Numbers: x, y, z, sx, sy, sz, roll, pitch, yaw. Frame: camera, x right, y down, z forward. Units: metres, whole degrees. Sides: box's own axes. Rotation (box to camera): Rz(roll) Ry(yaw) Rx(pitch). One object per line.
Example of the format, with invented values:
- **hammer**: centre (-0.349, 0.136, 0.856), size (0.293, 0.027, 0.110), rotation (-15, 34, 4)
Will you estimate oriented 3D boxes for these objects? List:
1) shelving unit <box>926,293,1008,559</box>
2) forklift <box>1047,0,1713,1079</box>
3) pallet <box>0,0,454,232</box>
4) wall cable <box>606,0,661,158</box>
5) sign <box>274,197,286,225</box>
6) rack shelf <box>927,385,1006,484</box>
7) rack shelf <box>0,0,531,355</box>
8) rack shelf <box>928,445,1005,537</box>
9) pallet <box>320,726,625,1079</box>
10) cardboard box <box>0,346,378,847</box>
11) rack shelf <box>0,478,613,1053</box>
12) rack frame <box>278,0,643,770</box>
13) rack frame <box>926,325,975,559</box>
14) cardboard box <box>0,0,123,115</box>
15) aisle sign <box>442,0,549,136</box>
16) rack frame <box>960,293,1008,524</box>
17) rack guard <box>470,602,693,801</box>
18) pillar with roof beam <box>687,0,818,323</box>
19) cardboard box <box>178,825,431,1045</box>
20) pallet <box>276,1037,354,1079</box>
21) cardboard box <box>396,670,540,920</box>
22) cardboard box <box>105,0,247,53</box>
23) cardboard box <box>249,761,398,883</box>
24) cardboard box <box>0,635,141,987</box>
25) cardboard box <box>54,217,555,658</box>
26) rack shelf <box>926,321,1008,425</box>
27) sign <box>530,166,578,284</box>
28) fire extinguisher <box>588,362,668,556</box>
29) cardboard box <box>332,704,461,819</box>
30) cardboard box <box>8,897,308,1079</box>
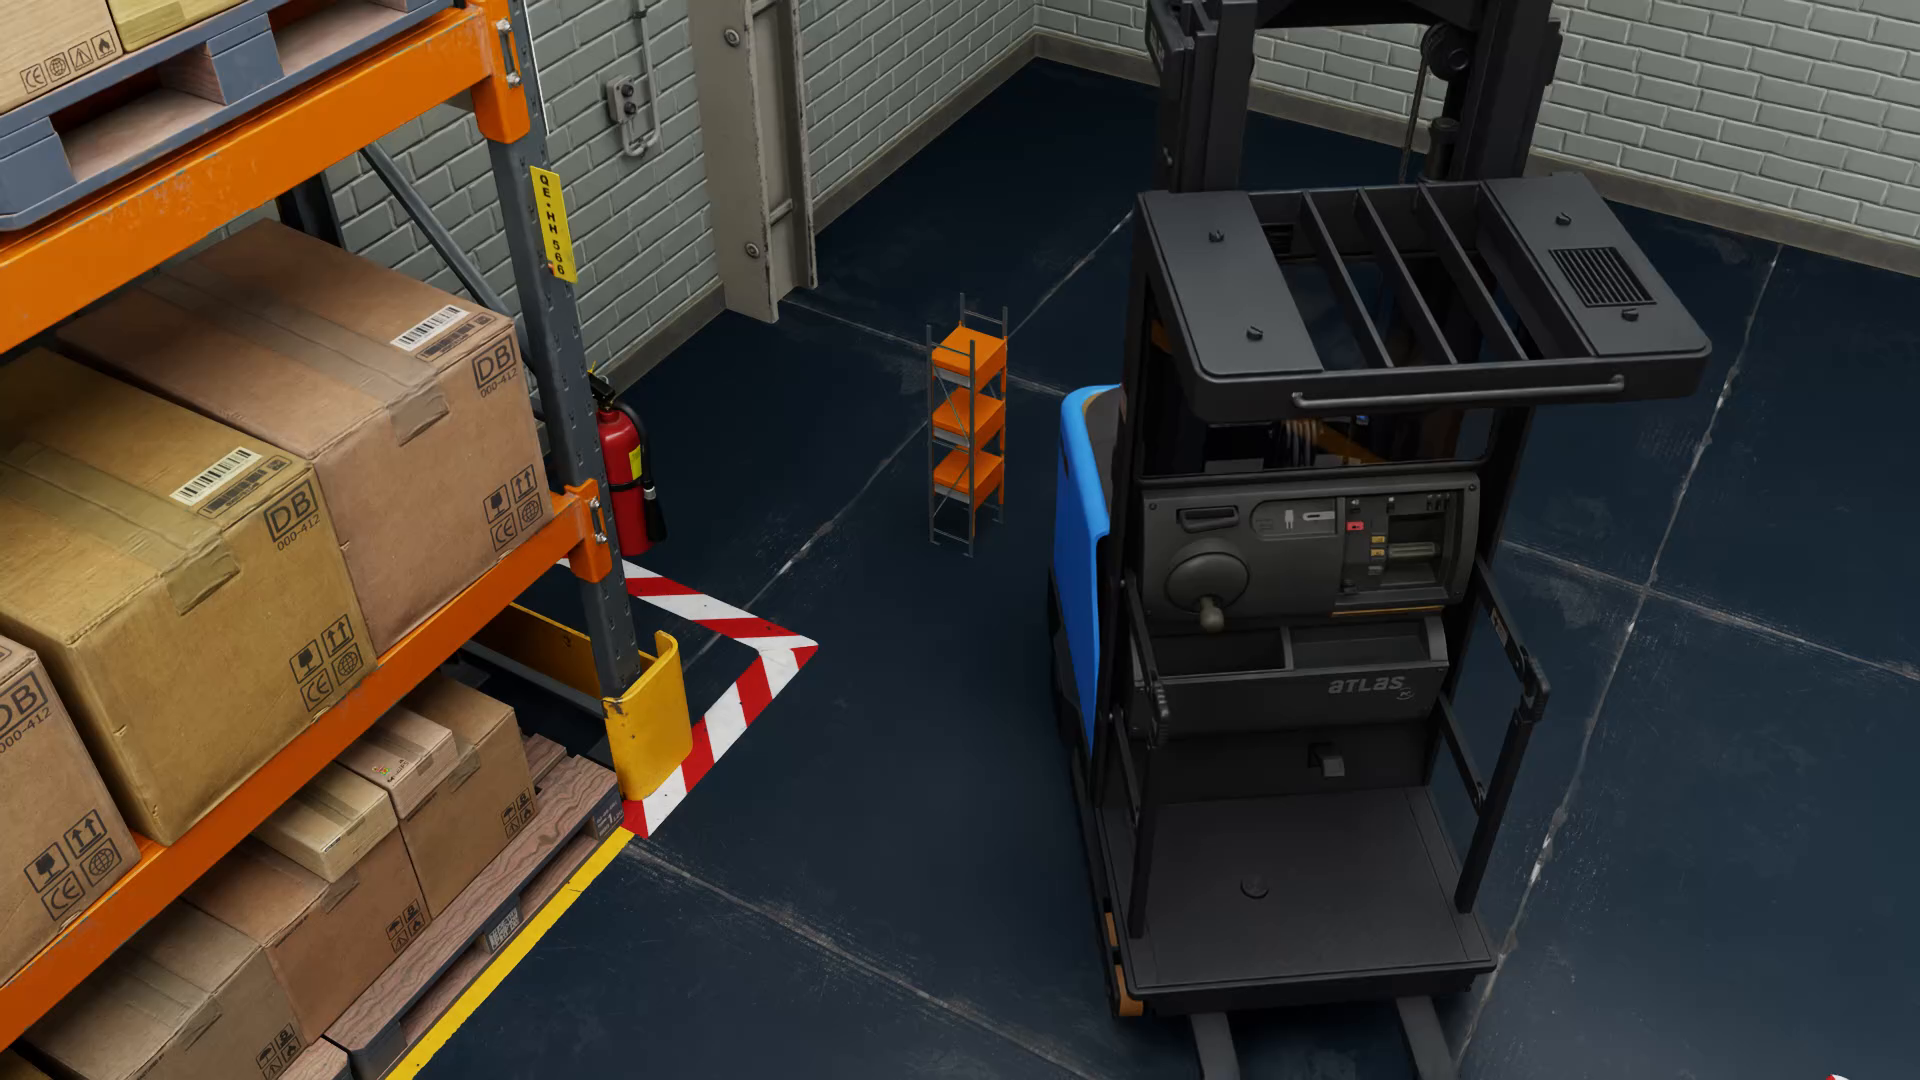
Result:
- **shelving unit**: centre (0.027, -0.425, 6.438), size (0.215, 1.050, 0.252), rotation (21, 45, 22)
- **forklift**: centre (0.981, 0.118, 4.398), size (1.130, 2.935, 3.031), rotation (-3, 41, -4)
- **pallet**: centre (-1.891, -1.153, 3.587), size (1.003, 0.211, 1.213), rotation (21, 45, 22)
- **wall cable**: centre (-1.707, -1.915, 5.886), size (0.084, 1.984, 1.851), rotation (21, 45, 22)
- **sign**: centre (-2.007, -1.030, 4.935), size (0.100, 0.325, 0.005), rotation (21, 45, 22)
- **rack shelf**: centre (0.027, -0.417, 6.445), size (0.215, 0.259, 0.240), rotation (21, 45, 22)
- **rack shelf**: centre (-2.530, -0.199, 2.981), size (1.077, 0.370, 4.000), rotation (21, 45, 22)
- **rack shelf**: centre (0.027, -0.208, 6.628), size (0.215, 0.259, 0.240), rotation (21, 45, 22)
- **pallet**: centre (-1.861, 1.042, 5.407), size (1.003, 0.211, 1.213), rotation (21, 45, 22)
- **cardboard box**: centre (-2.130, 0.114, 4.123), size (0.980, 0.700, 0.700), rotation (21, 45, 22)
- **rack shelf**: centre (-2.530, 0.926, 3.973), size (1.077, 0.370, 4.000), rotation (21, 45, 22)
- **rack frame**: centre (-1.529, -0.488, 5.035), size (1.000, 3.000, 0.127), rotation (21, 45, 22)
- **rack frame**: centre (-0.034, -0.355, 6.359), size (0.200, 1.050, 0.008), rotation (21, 45, 22)
- **cardboard box**: centre (-1.925, -0.948, 3.007), size (0.500, 0.250, 0.500), rotation (19, 45, 21)
- **aisle sign**: centre (-1.233, -1.406, 4.109), size (0.394, 0.787, 0.004), rotation (21, 45, 22)
- **rack frame**: centre (0.088, -0.494, 6.517), size (0.200, 1.050, 0.008), rotation (21, 45, 22)
- **rack guard**: centre (-1.517, 0.436, 5.876), size (1.175, 0.500, 0.348), rotation (21, 45, 22)
- **pillar with roof beam**: centre (2.800, -3.147, 3.514), size (9.100, 9.000, 0.400), rotation (21, 45, 22)
- **cardboard box**: centre (-2.043, 1.012, 4.904), size (0.700, 0.500, 0.500), rotation (21, 45, 22)
- **pallet**: centre (-2.473, 1.737, 4.618), size (1.003, 0.211, 1.213), rotation (21, 45, 22)
- **cardboard box**: centre (-1.793, 0.726, 5.229), size (0.700, 0.500, 0.500), rotation (21, 45, 22)
- **cardboard box**: centre (-1.666, -1.246, 3.345), size (0.500, 0.250, 0.500), rotation (22, 46, 23)
- **cardboard box**: centre (-1.827, 0.763, 4.697), size (0.380, 0.149, 0.250), rotation (22, 46, 23)
- **cardboard box**: centre (-2.520, 0.548, 3.631), size (0.980, 0.700, 0.700), rotation (19, 45, 20)
- **cardboard box**: centre (-1.776, -0.305, 4.600), size (0.980, 0.700, 0.700), rotation (23, 46, 24)
- **rack shelf**: centre (0.027, -0.630, 6.257), size (0.215, 0.259, 0.240), rotation (21, 45, 22)
- **sign**: centre (-1.066, -0.824, 4.361), size (0.100, 0.325, 0.005), rotation (21, 45, 22)
- **fire extinguisher**: centre (-1.054, -0.253, 5.108), size (0.296, 0.674, 0.183), rotation (21, 45, 22)
- **cardboard box**: centre (-1.699, 0.616, 4.863), size (0.380, 0.149, 0.250), rotation (20, 45, 22)
- **cardboard box**: centre (-2.294, 1.300, 4.577), size (0.700, 0.500, 0.500), rotation (19, 45, 21)
